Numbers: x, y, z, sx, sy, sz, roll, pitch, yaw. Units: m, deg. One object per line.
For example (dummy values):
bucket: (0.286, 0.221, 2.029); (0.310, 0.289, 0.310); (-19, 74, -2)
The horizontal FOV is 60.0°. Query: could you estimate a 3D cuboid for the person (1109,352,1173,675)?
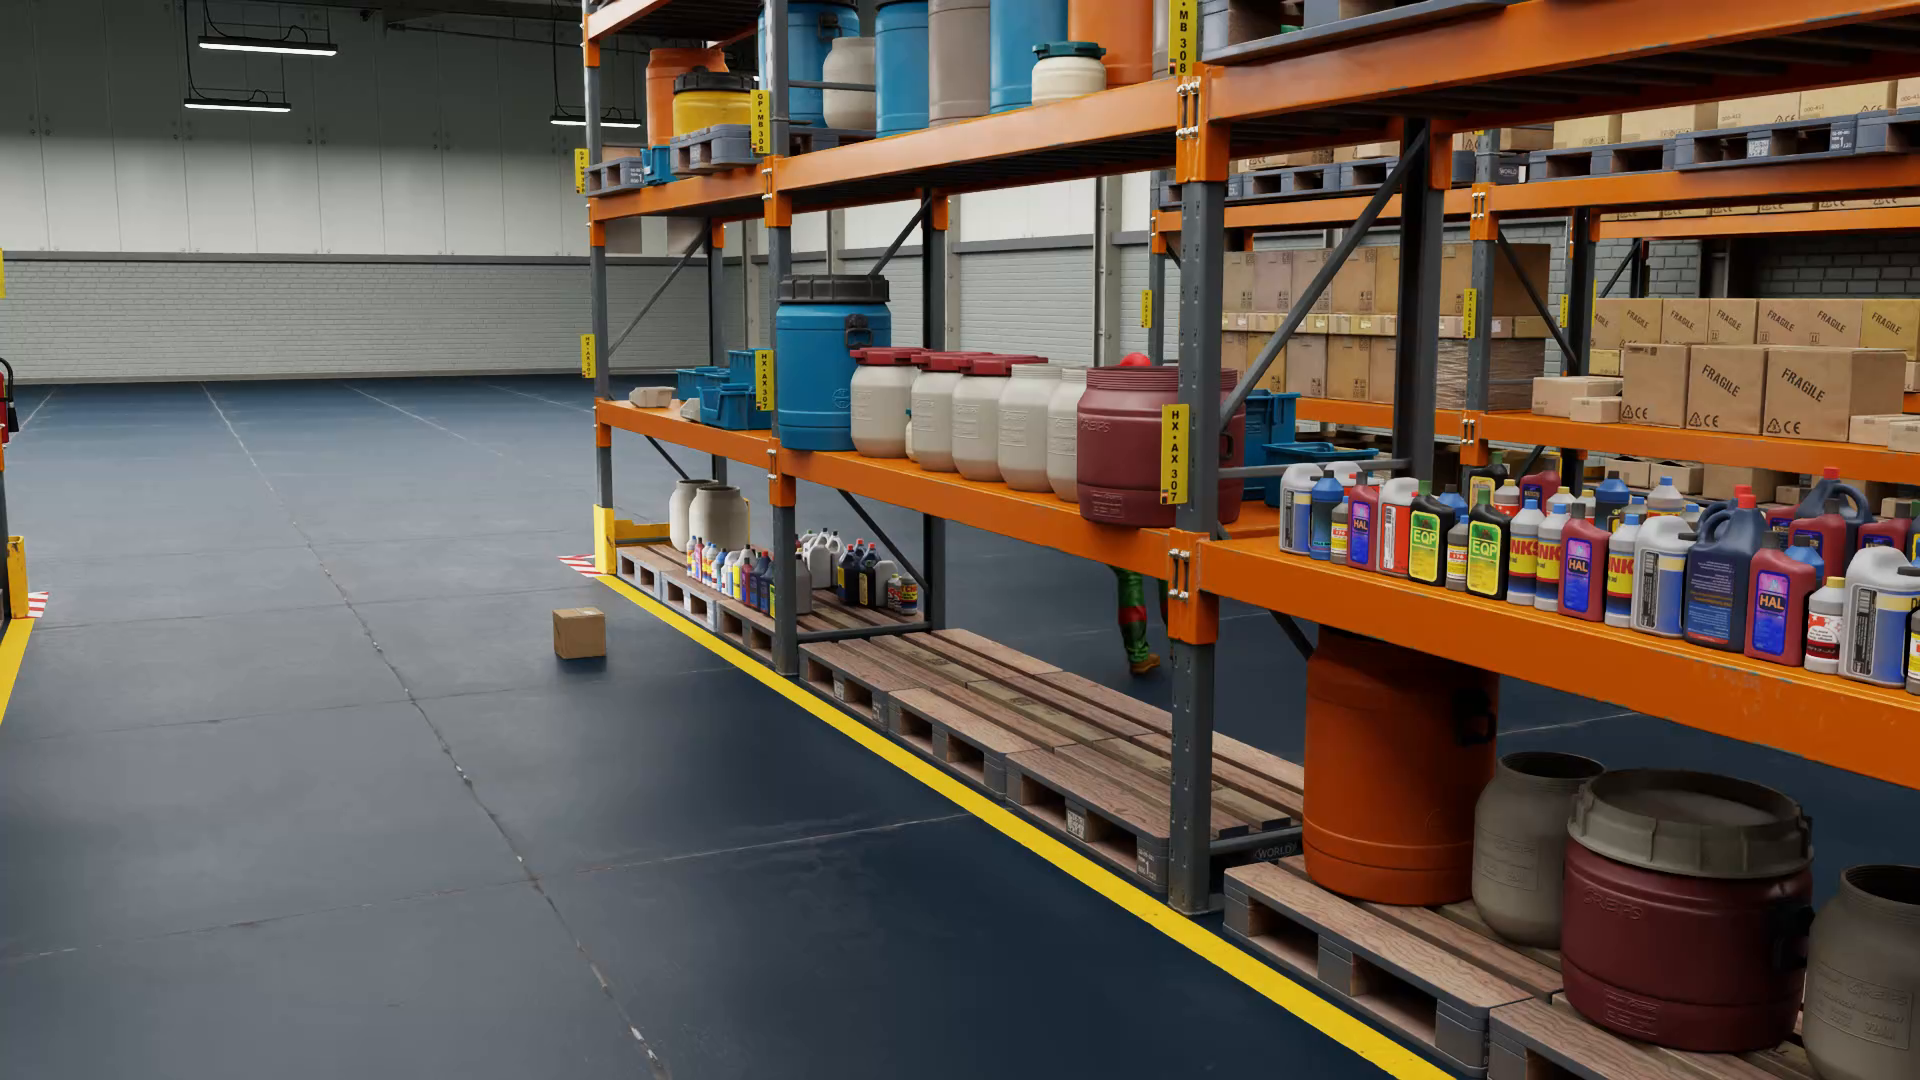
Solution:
person: (1.041, -0.138, 9.324); (0.637, 1.816, 0.621); (2, 9, 11)
